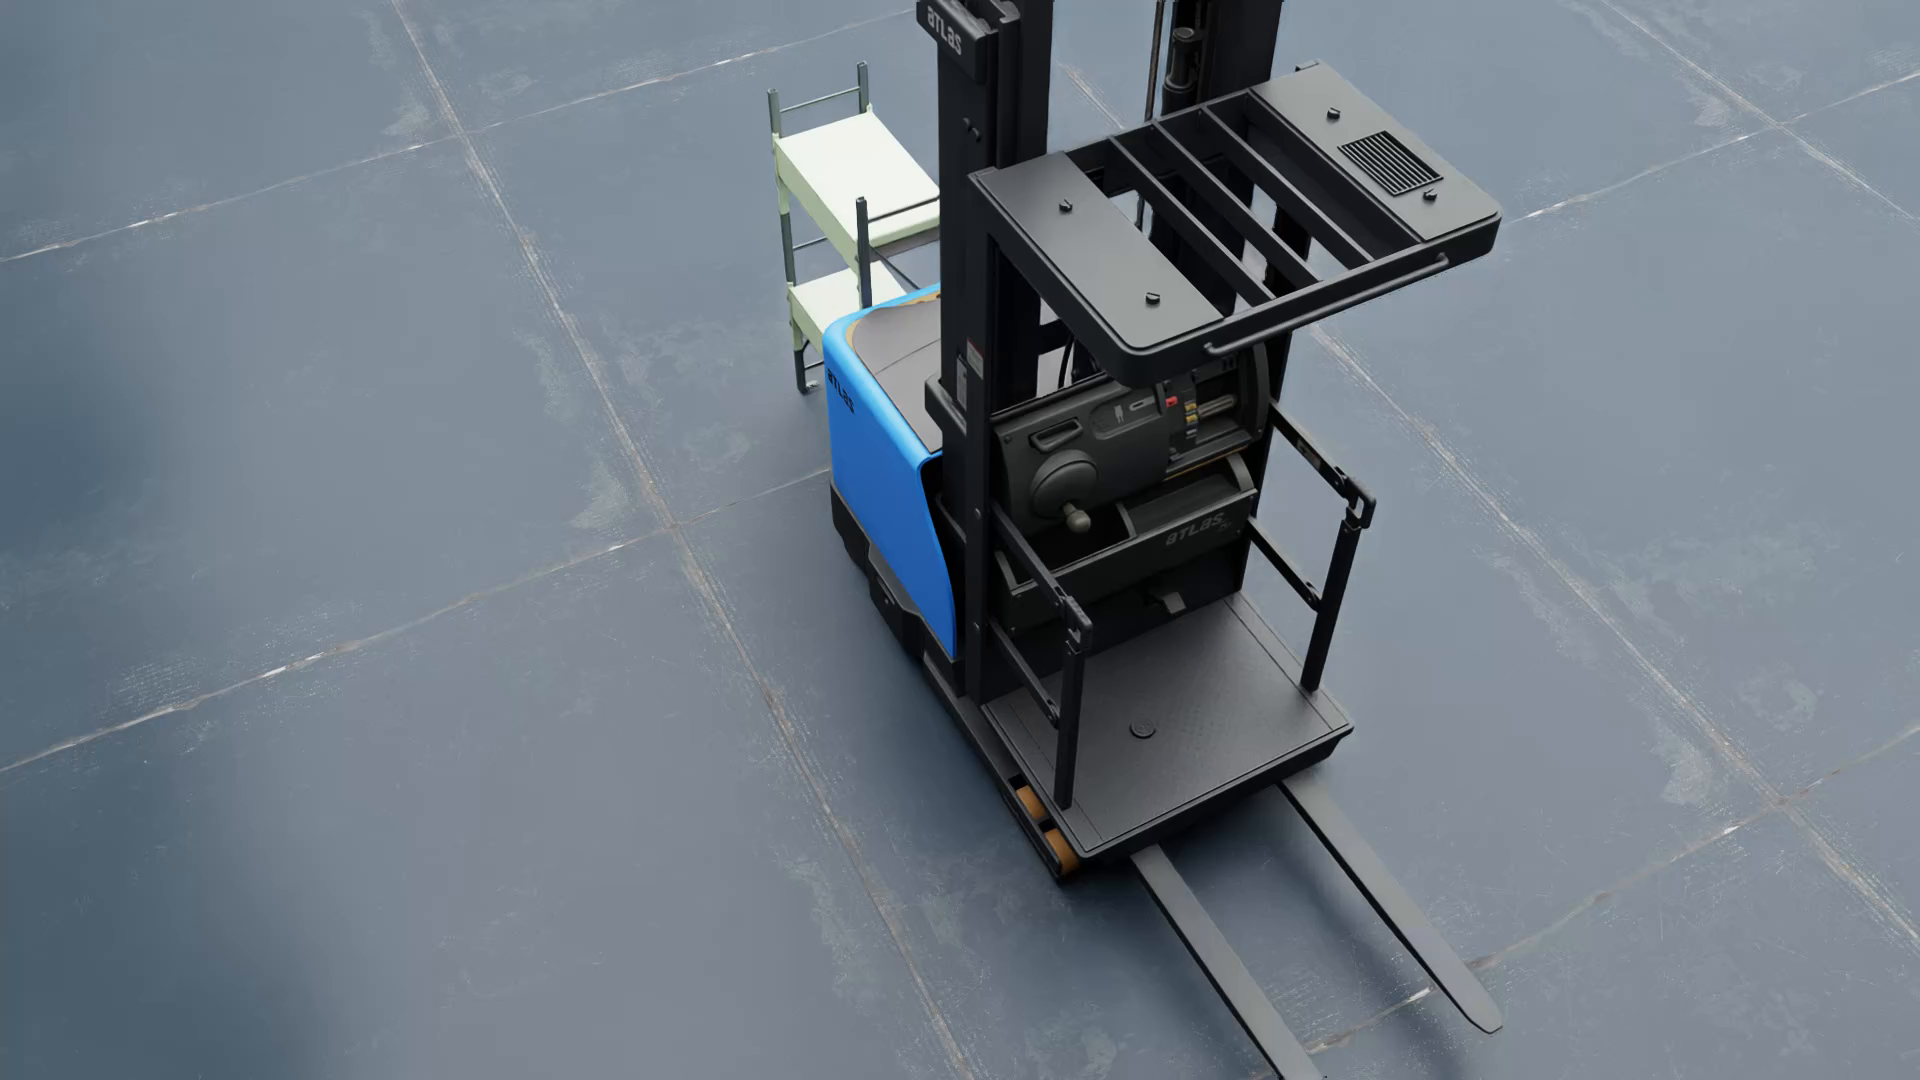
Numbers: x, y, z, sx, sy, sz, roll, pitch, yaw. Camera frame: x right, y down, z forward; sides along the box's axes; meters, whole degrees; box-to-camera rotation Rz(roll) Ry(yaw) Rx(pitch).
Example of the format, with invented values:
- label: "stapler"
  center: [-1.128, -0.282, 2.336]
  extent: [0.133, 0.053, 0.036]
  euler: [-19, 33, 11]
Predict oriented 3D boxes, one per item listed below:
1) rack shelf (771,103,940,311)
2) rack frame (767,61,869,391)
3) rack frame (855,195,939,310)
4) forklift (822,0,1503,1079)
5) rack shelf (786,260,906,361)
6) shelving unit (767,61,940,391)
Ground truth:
- label: "rack shelf"
  center: [-0.351, -1.234, 6.207]
  extent: [0.431, 0.370, 0.720]
  euler: [-22, 52, -18]
- label: "rack frame"
  center: [-0.526, -1.219, 6.713]
  extent: [0.400, 1.500, 0.023]
  euler: [-22, 52, -18]
- label: "rack frame"
  center: [-0.177, -0.735, 6.289]
  extent: [0.400, 1.500, 0.023]
  euler: [-22, 52, -18]
- label: "forklift"
  center: [0.640, -0.224, 4.891]
  extent: [1.130, 2.935, 3.031]
  euler: [-22, 52, -18]
- label: "rack shelf"
  center: [-0.351, -0.763, 6.746]
  extent: [0.431, 0.370, 0.720]
  euler: [-22, 52, -18]
- label: "shelving unit"
  center: [-0.351, -0.977, 6.501]
  extent: [0.431, 1.500, 0.755]
  euler: [-22, 52, -18]
